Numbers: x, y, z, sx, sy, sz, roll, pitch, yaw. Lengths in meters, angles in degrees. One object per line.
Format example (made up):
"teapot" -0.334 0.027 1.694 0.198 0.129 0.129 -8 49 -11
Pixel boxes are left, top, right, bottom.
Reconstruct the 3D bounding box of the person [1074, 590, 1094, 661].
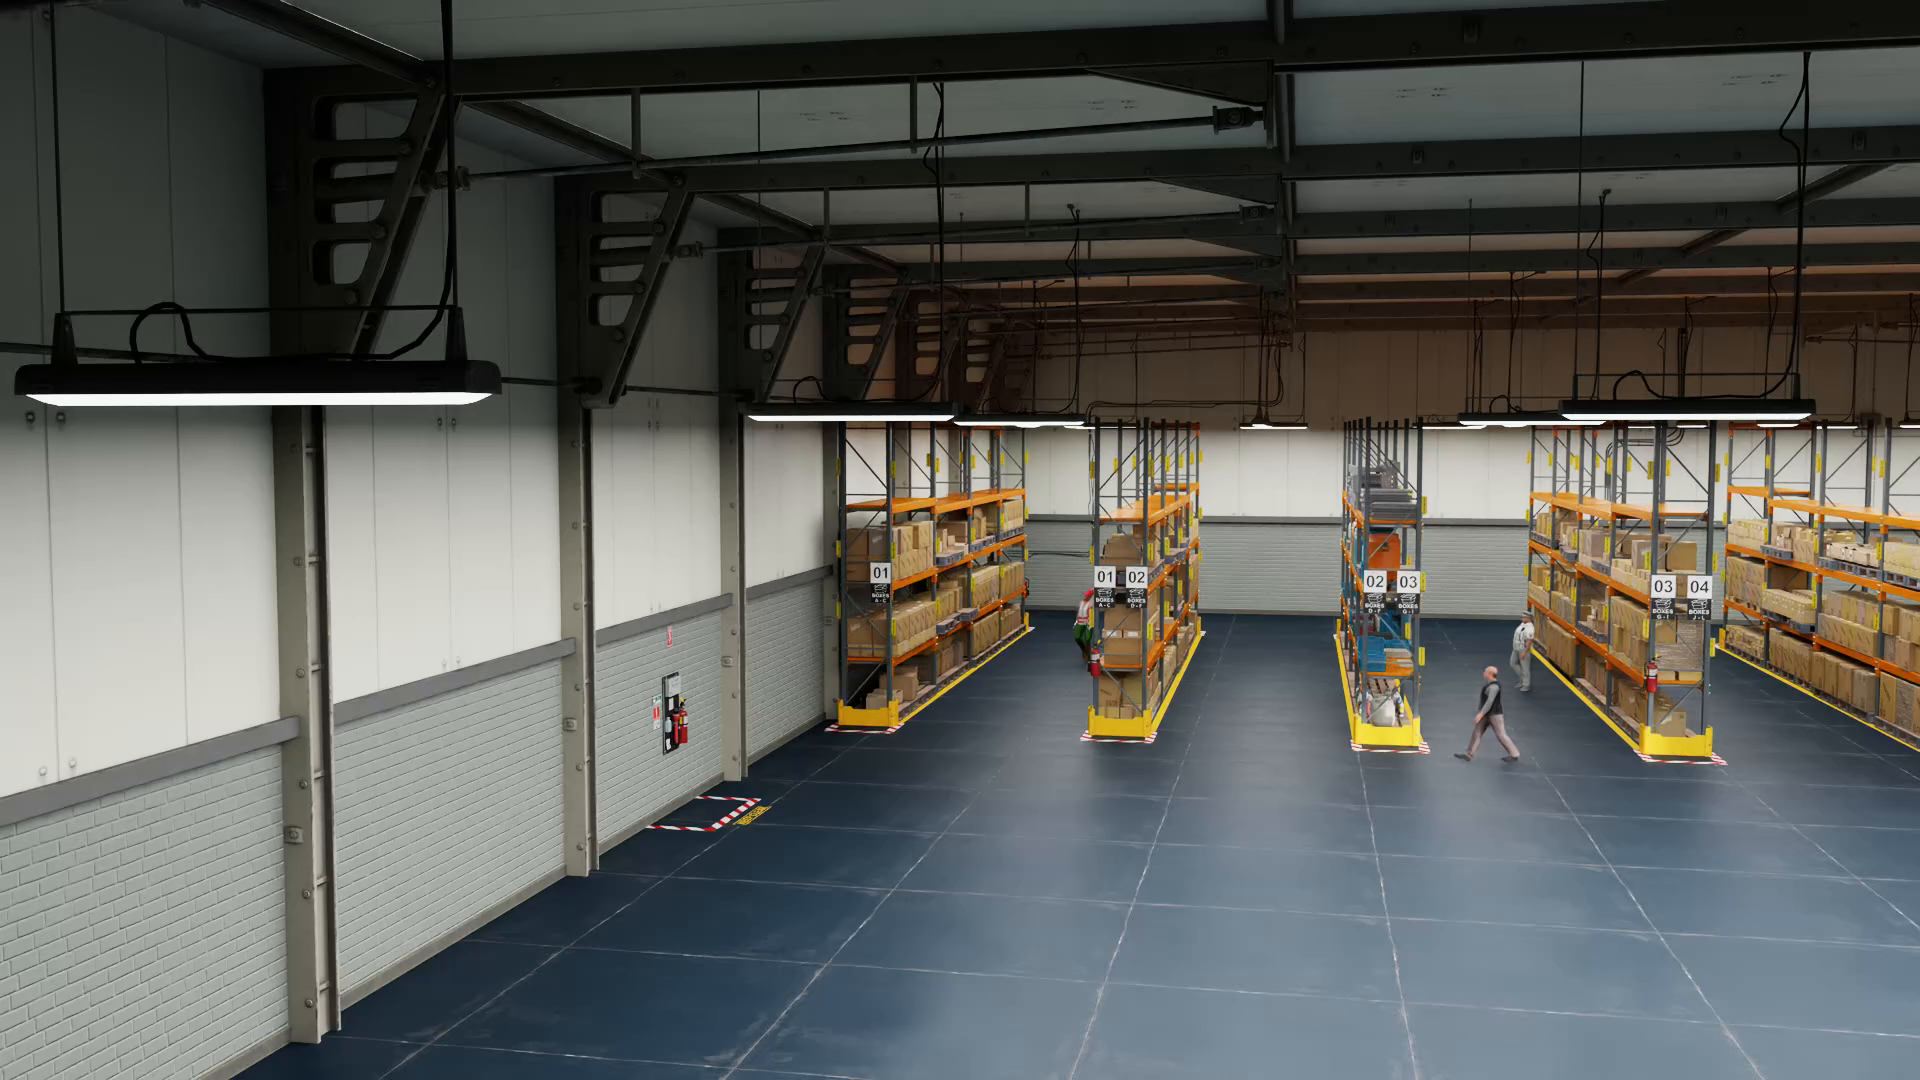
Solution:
"person" 3.086 2.131 41.404 0.641 1.774 0.636 2 4 24

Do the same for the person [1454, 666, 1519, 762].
"person" 9.119 3.018 28.680 1.054 1.675 0.508 0 4 -8

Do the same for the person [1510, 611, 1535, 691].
"person" 12.516 2.455 36.943 0.451 1.780 0.637 -1 4 -13

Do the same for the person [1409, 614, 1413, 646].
"person" 11.863 1.955 44.355 0.380 1.776 0.654 3 5 41
